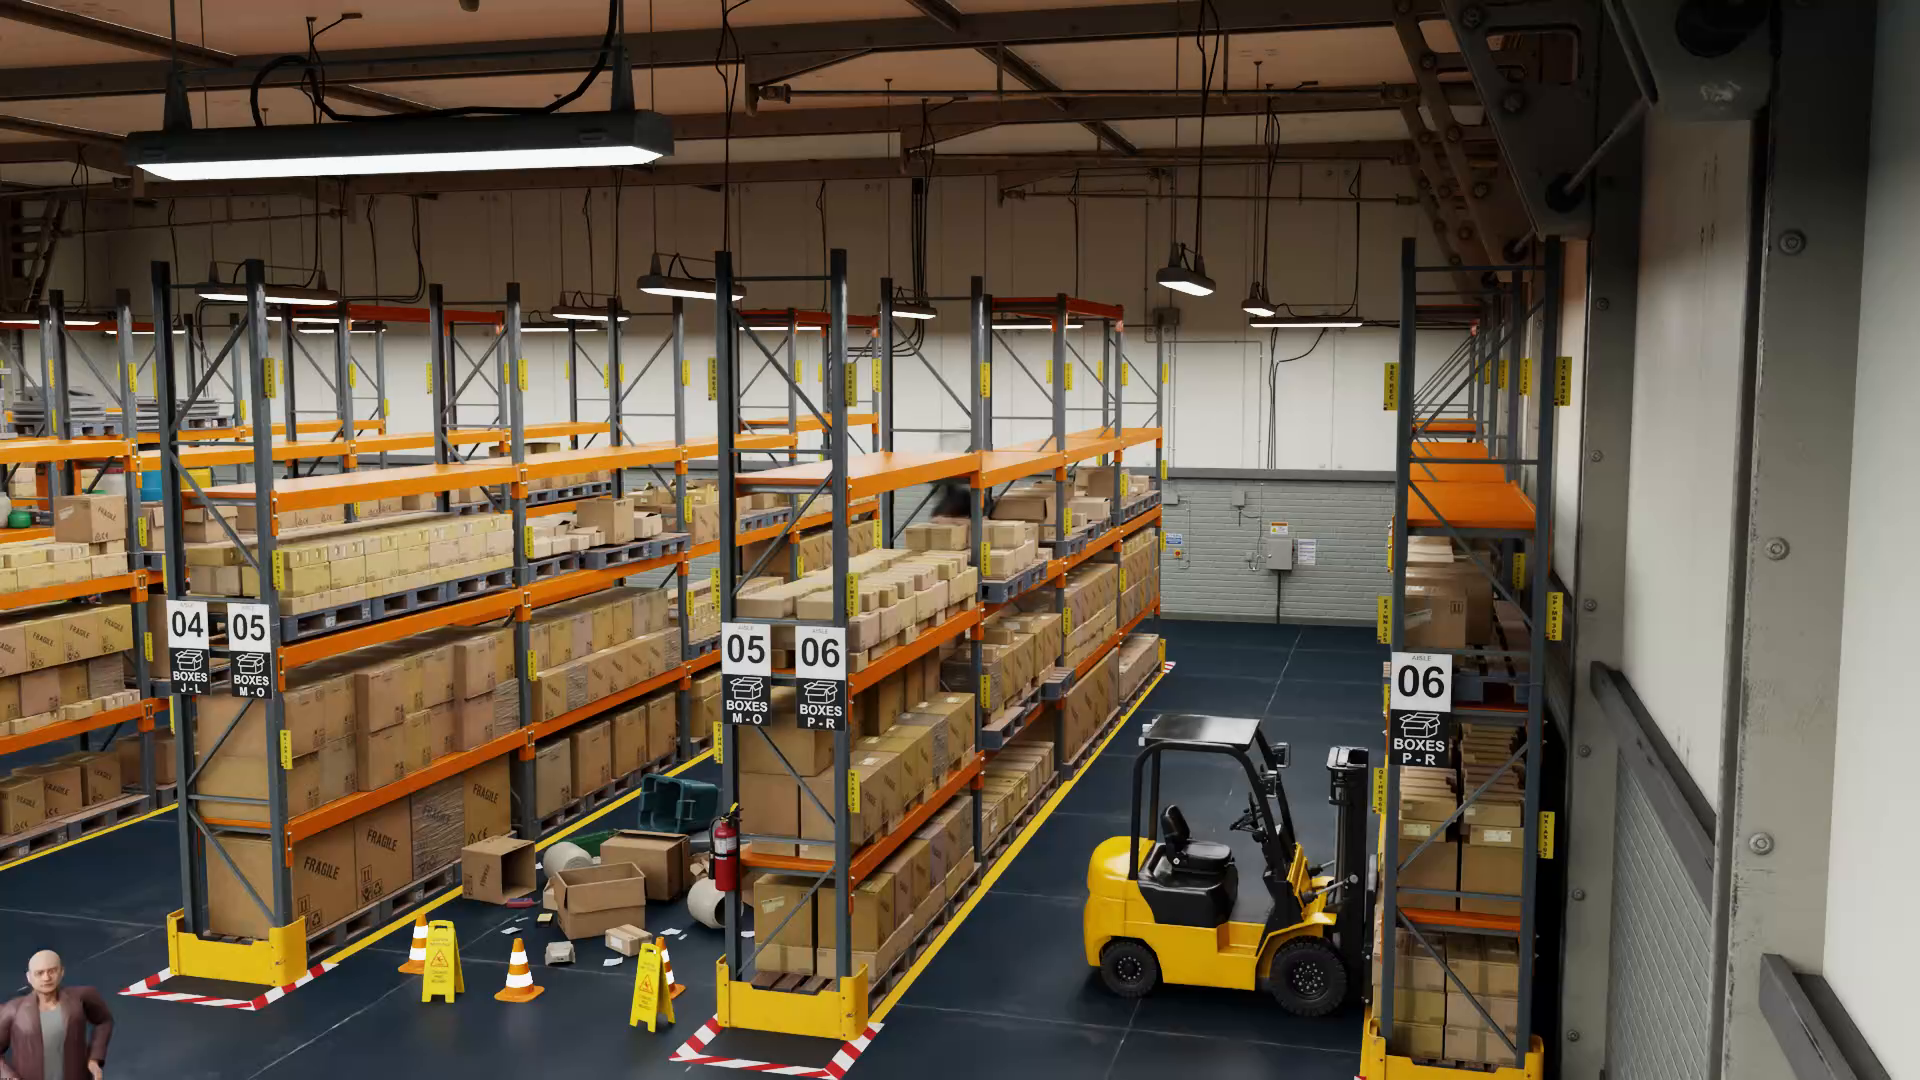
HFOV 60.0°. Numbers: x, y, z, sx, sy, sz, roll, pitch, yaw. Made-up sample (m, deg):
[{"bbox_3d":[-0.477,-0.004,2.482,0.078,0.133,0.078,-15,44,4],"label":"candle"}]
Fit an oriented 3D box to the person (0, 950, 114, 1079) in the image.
[{"bbox_3d":[-5.334,3.273,9.787,0.708,1.736,0.875,-4,7,-35],"label":"person"}]
